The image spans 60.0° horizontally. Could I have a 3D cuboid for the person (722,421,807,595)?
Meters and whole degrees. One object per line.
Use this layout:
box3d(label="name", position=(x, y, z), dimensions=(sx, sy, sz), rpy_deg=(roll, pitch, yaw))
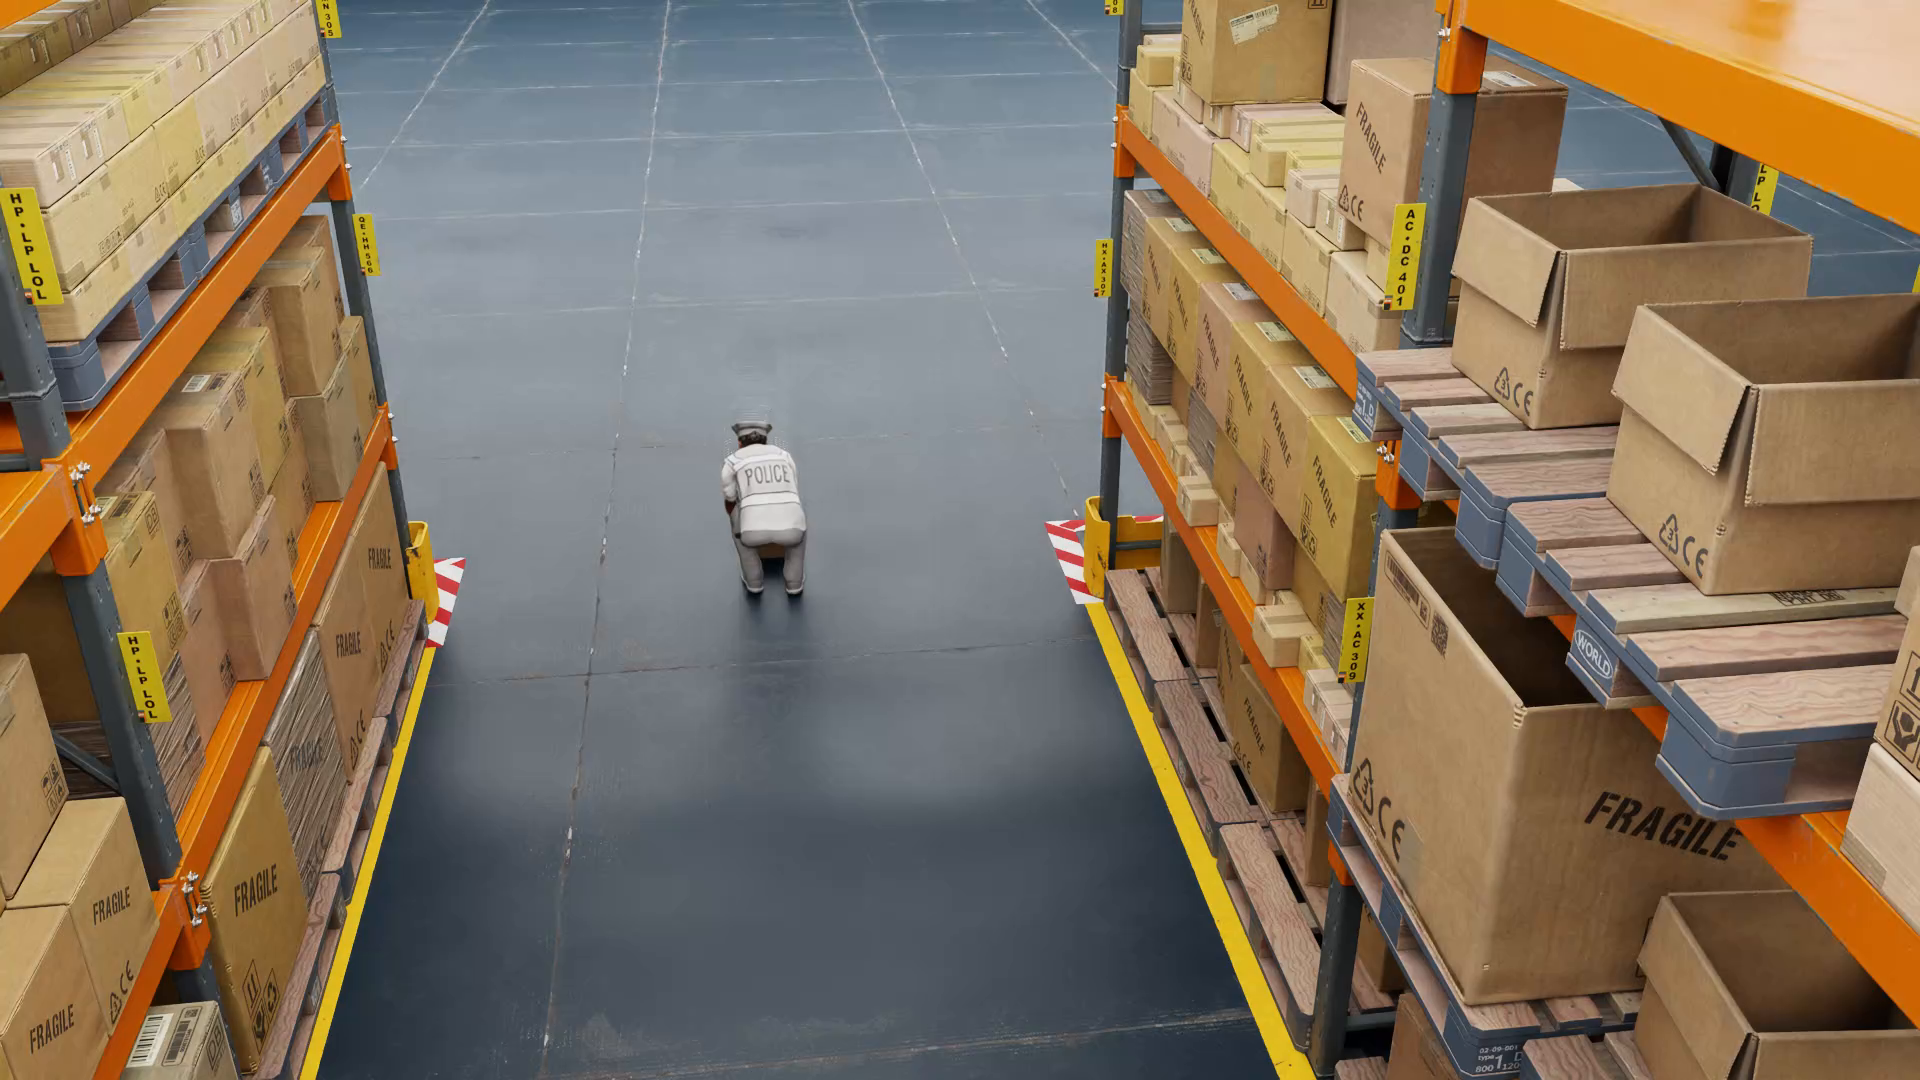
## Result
box3d(label="person", position=(-1.148, -0.185, 9.803), dimensions=(0.481, 0.914, 0.864), rpy_deg=(-4, 28, -7))
